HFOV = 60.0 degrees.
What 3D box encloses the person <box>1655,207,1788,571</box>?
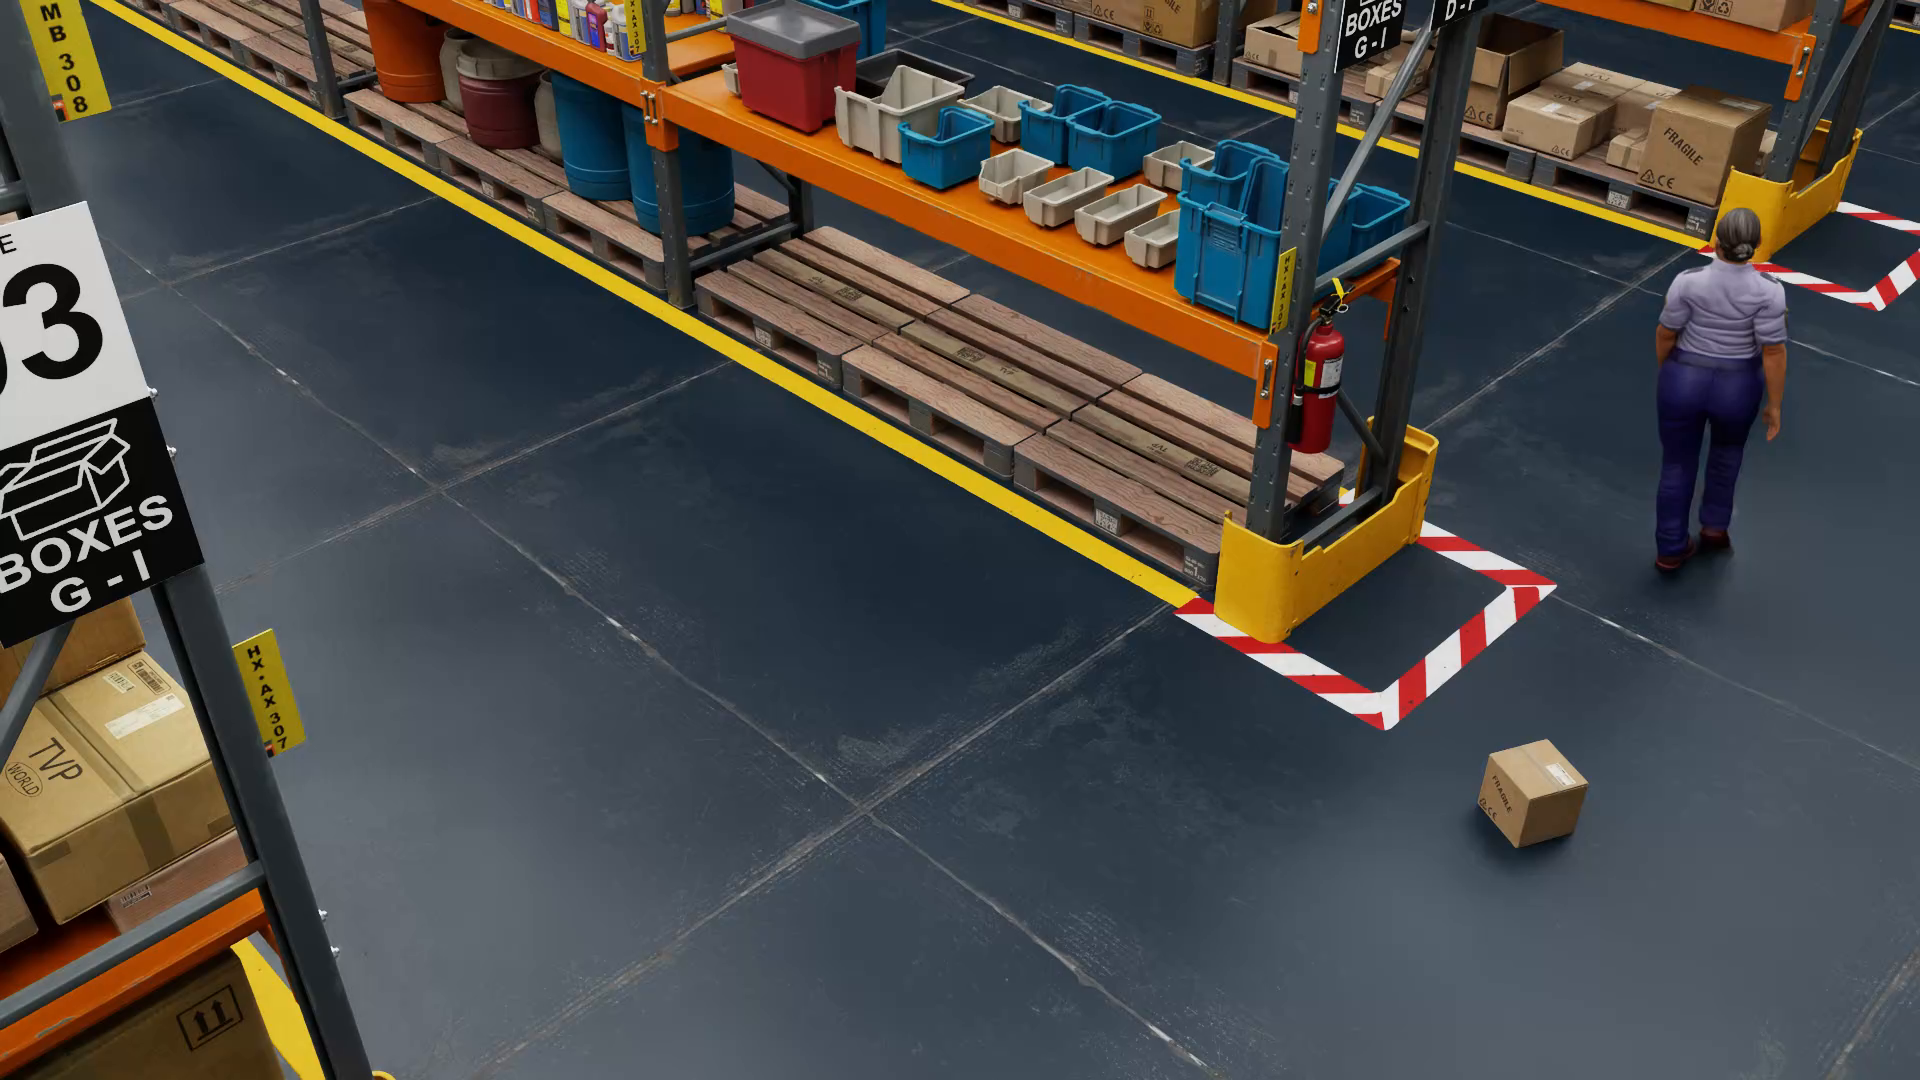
[{"bbox_3d":[3.176,-0.608,7.041,0.560,1.704,0.480,14,38,18],"label":"person"}]
